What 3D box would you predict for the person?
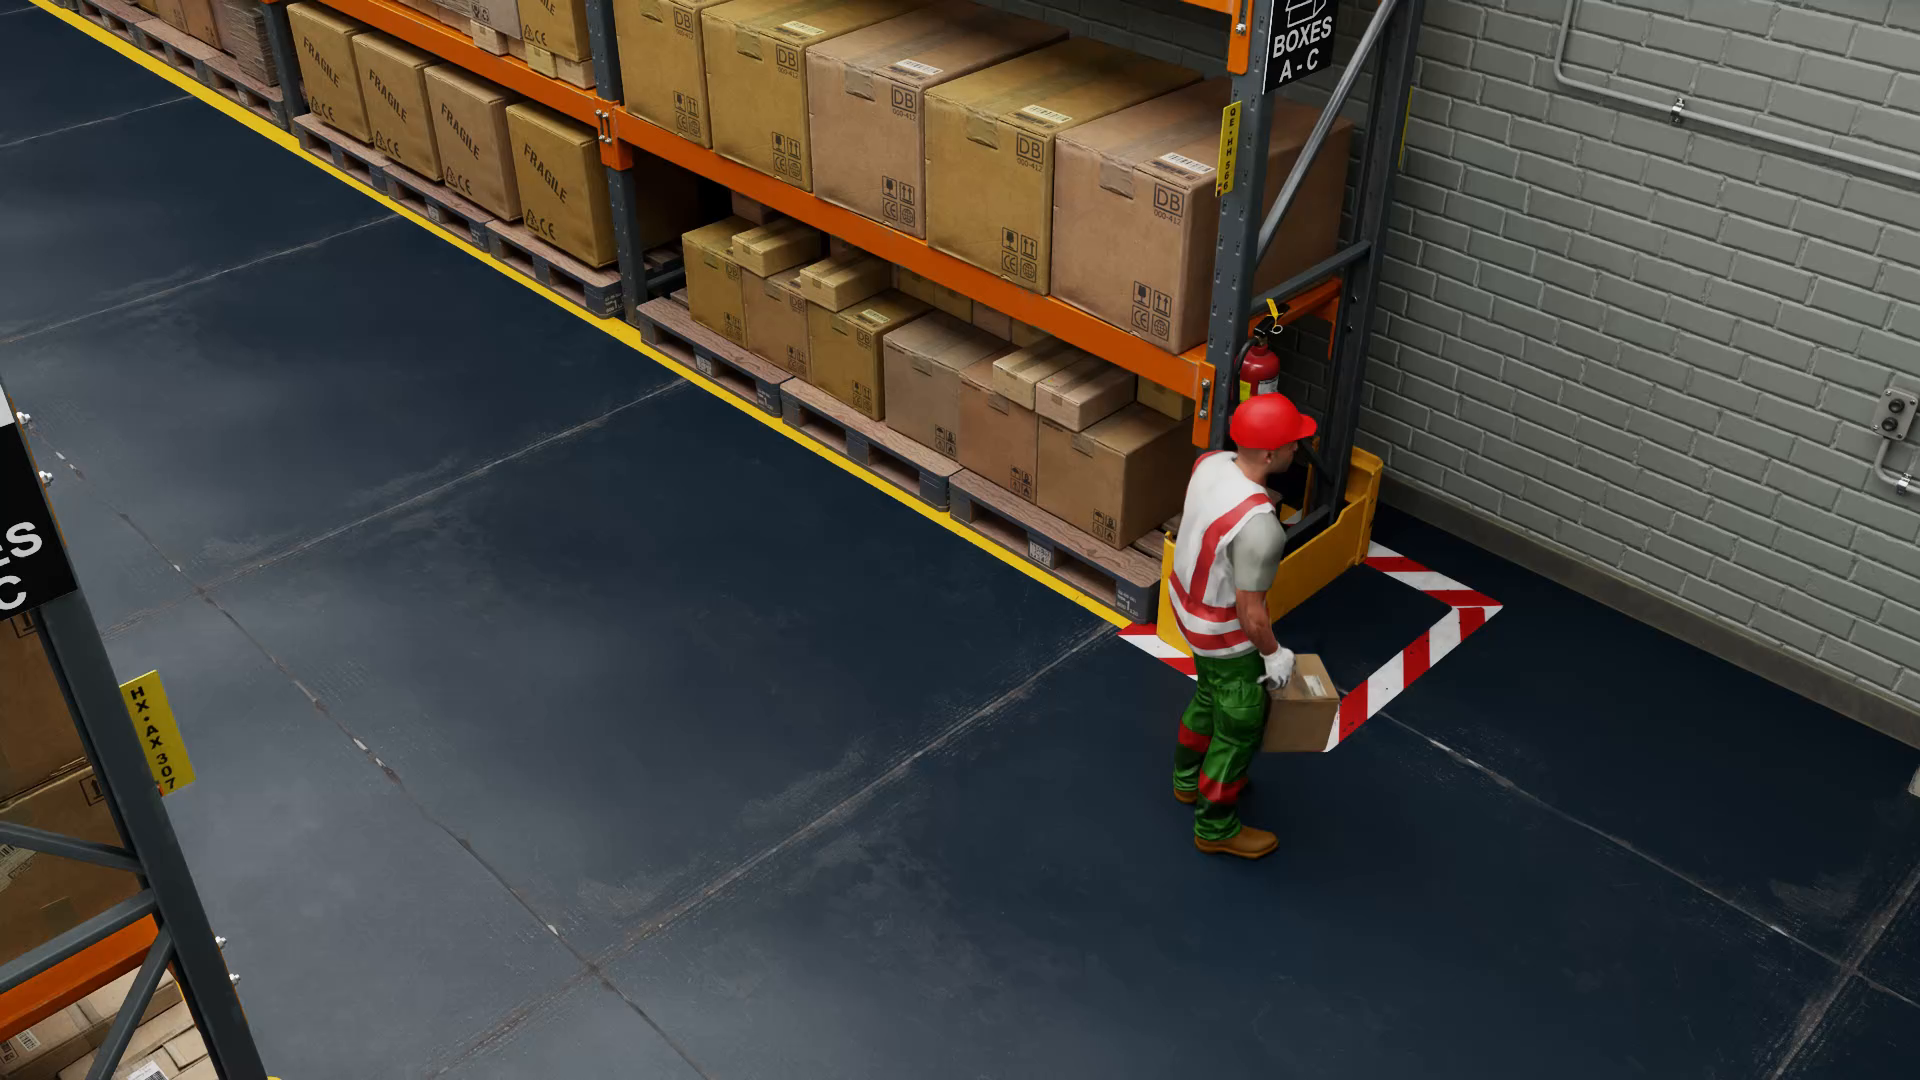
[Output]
[{"bbox_3d":[0.934,0.290,5.716,0.417,1.785,0.553,-5,35,-7],"label":"person"}]
